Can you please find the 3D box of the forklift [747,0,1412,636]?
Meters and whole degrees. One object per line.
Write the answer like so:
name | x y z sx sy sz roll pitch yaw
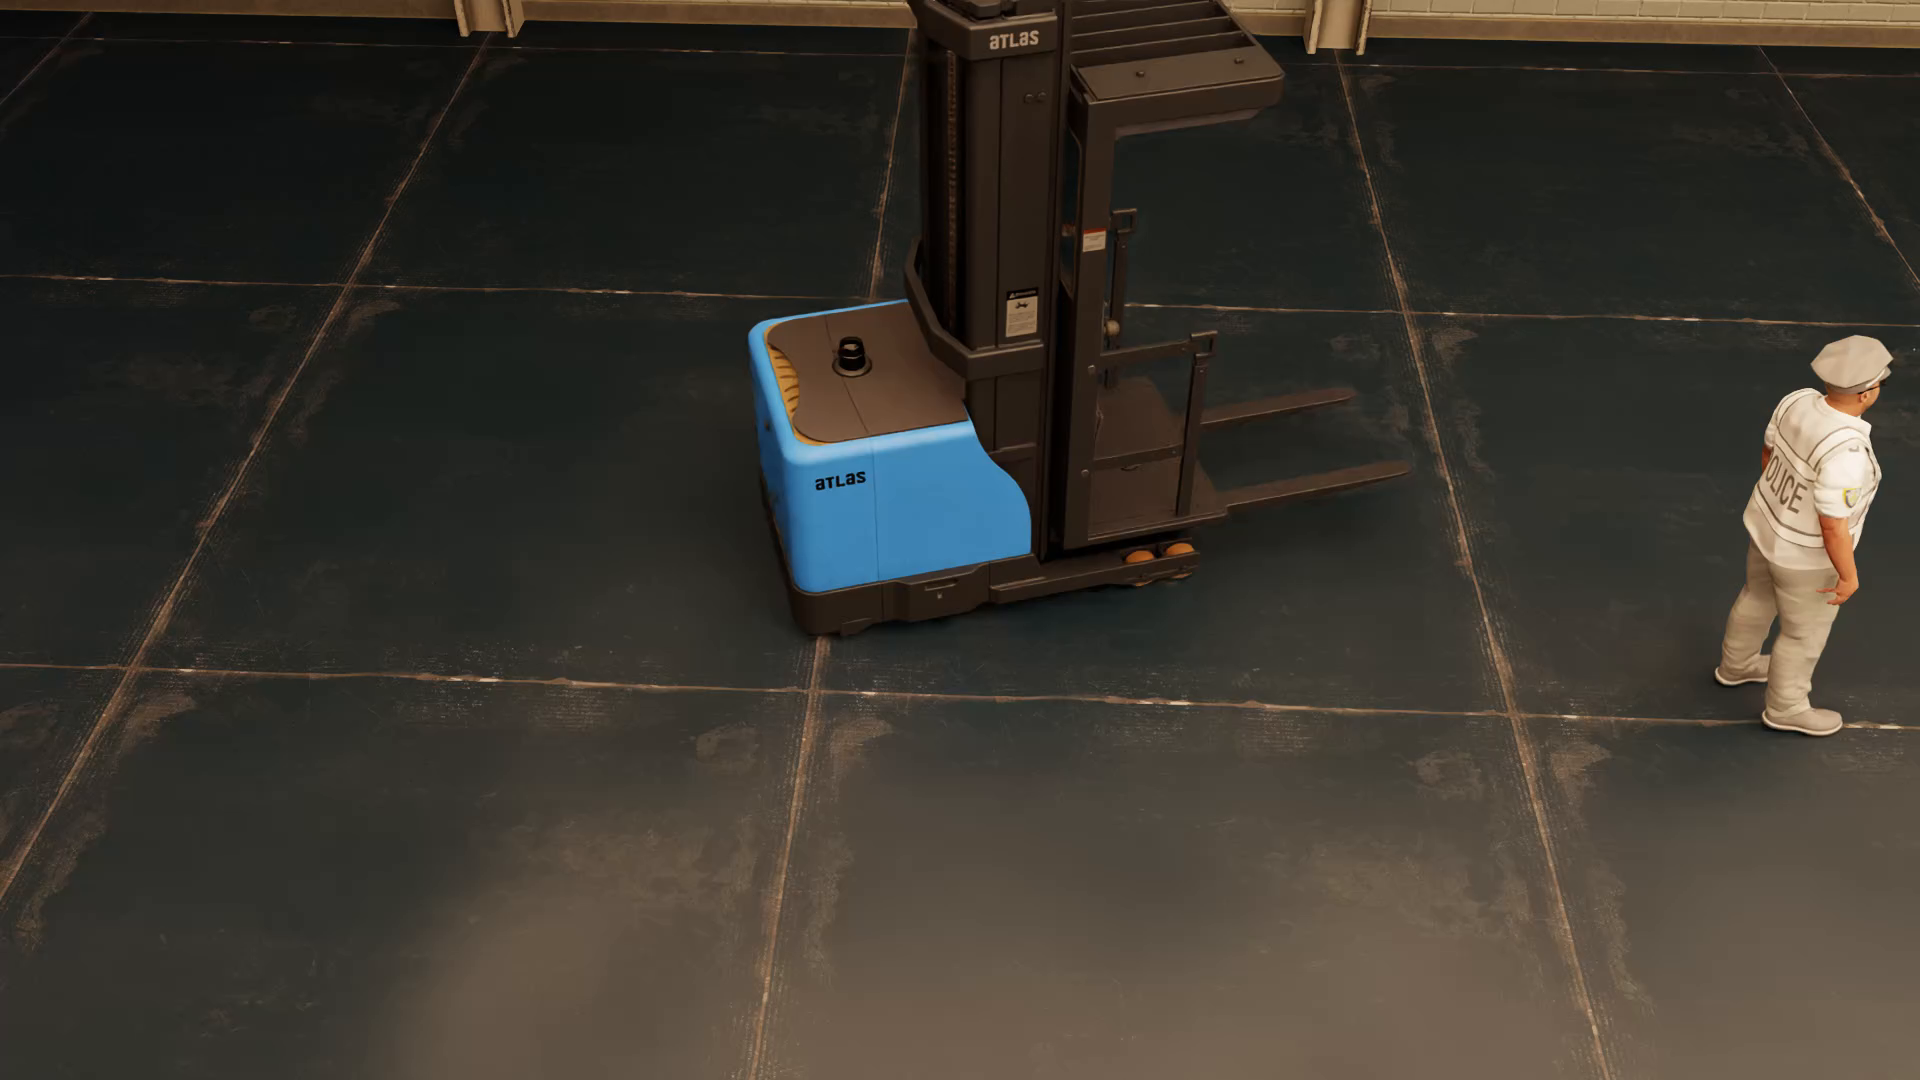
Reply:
forklift | 0.617 -1.206 7.063 3.031 2.935 1.130 -10 43 -11

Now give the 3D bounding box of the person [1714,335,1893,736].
person | 3.425 -0.026 6.618 0.564 1.782 0.629 -3 43 -4
